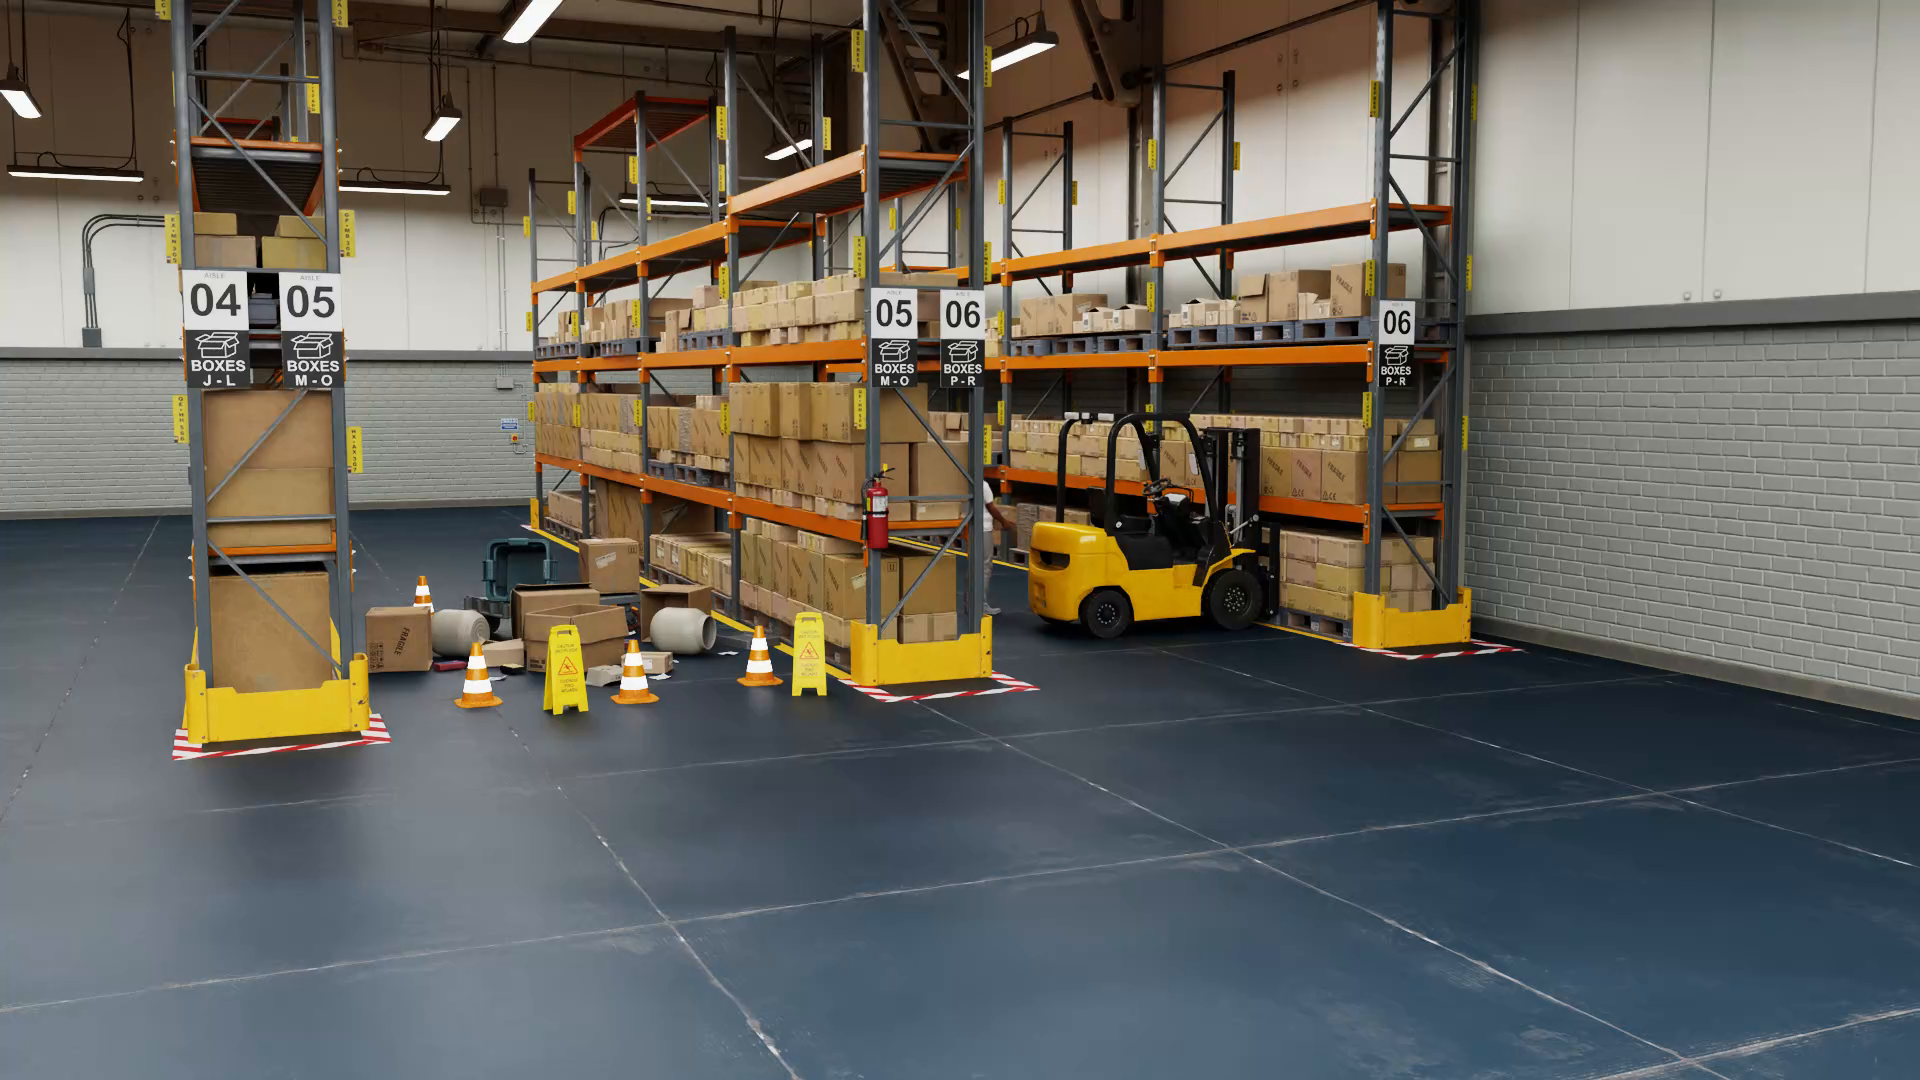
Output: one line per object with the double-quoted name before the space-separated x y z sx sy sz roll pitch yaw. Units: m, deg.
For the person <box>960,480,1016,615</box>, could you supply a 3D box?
"person" 0.272 -0.099 17.701 0.573 1.767 0.521 -2 6 -24
